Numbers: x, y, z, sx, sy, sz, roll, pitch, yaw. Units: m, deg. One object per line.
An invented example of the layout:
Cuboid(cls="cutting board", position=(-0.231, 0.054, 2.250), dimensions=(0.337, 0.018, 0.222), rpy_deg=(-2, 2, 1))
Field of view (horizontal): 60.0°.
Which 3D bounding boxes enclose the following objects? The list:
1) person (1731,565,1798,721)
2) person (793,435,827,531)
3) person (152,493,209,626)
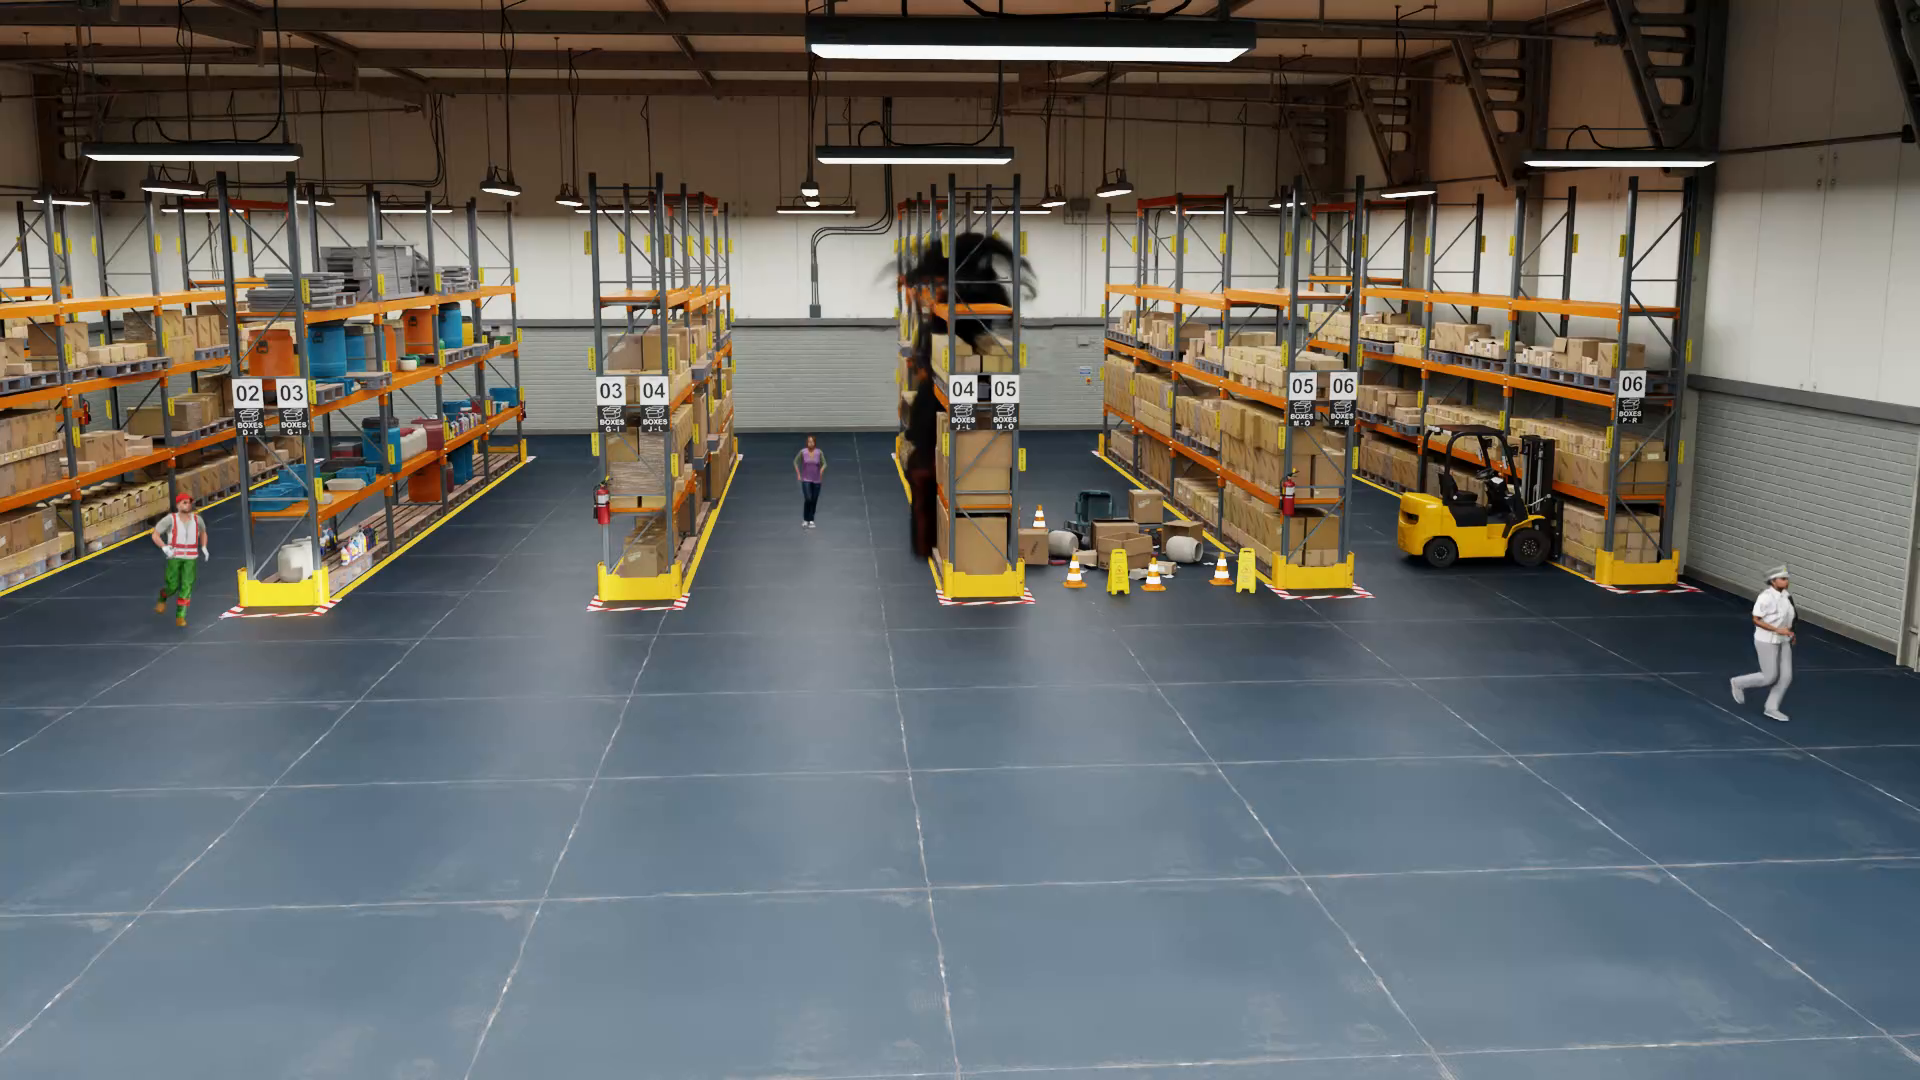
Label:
Cuboid(cls="person", position=(8.689, 1.071, 17.849), dimensions=(0.578, 1.664, 0.684), rpy_deg=(-6, 12, -30))
Cuboid(cls="person", position=(-2.490, -0.951, 27.894), dimensions=(0.538, 1.616, 0.625), rpy_deg=(-3, 10, -16))
Cuboid(cls="person", position=(-10.432, 0.236, 22.357), dimensions=(0.718, 1.735, 0.865), rpy_deg=(-9, 13, -41))
